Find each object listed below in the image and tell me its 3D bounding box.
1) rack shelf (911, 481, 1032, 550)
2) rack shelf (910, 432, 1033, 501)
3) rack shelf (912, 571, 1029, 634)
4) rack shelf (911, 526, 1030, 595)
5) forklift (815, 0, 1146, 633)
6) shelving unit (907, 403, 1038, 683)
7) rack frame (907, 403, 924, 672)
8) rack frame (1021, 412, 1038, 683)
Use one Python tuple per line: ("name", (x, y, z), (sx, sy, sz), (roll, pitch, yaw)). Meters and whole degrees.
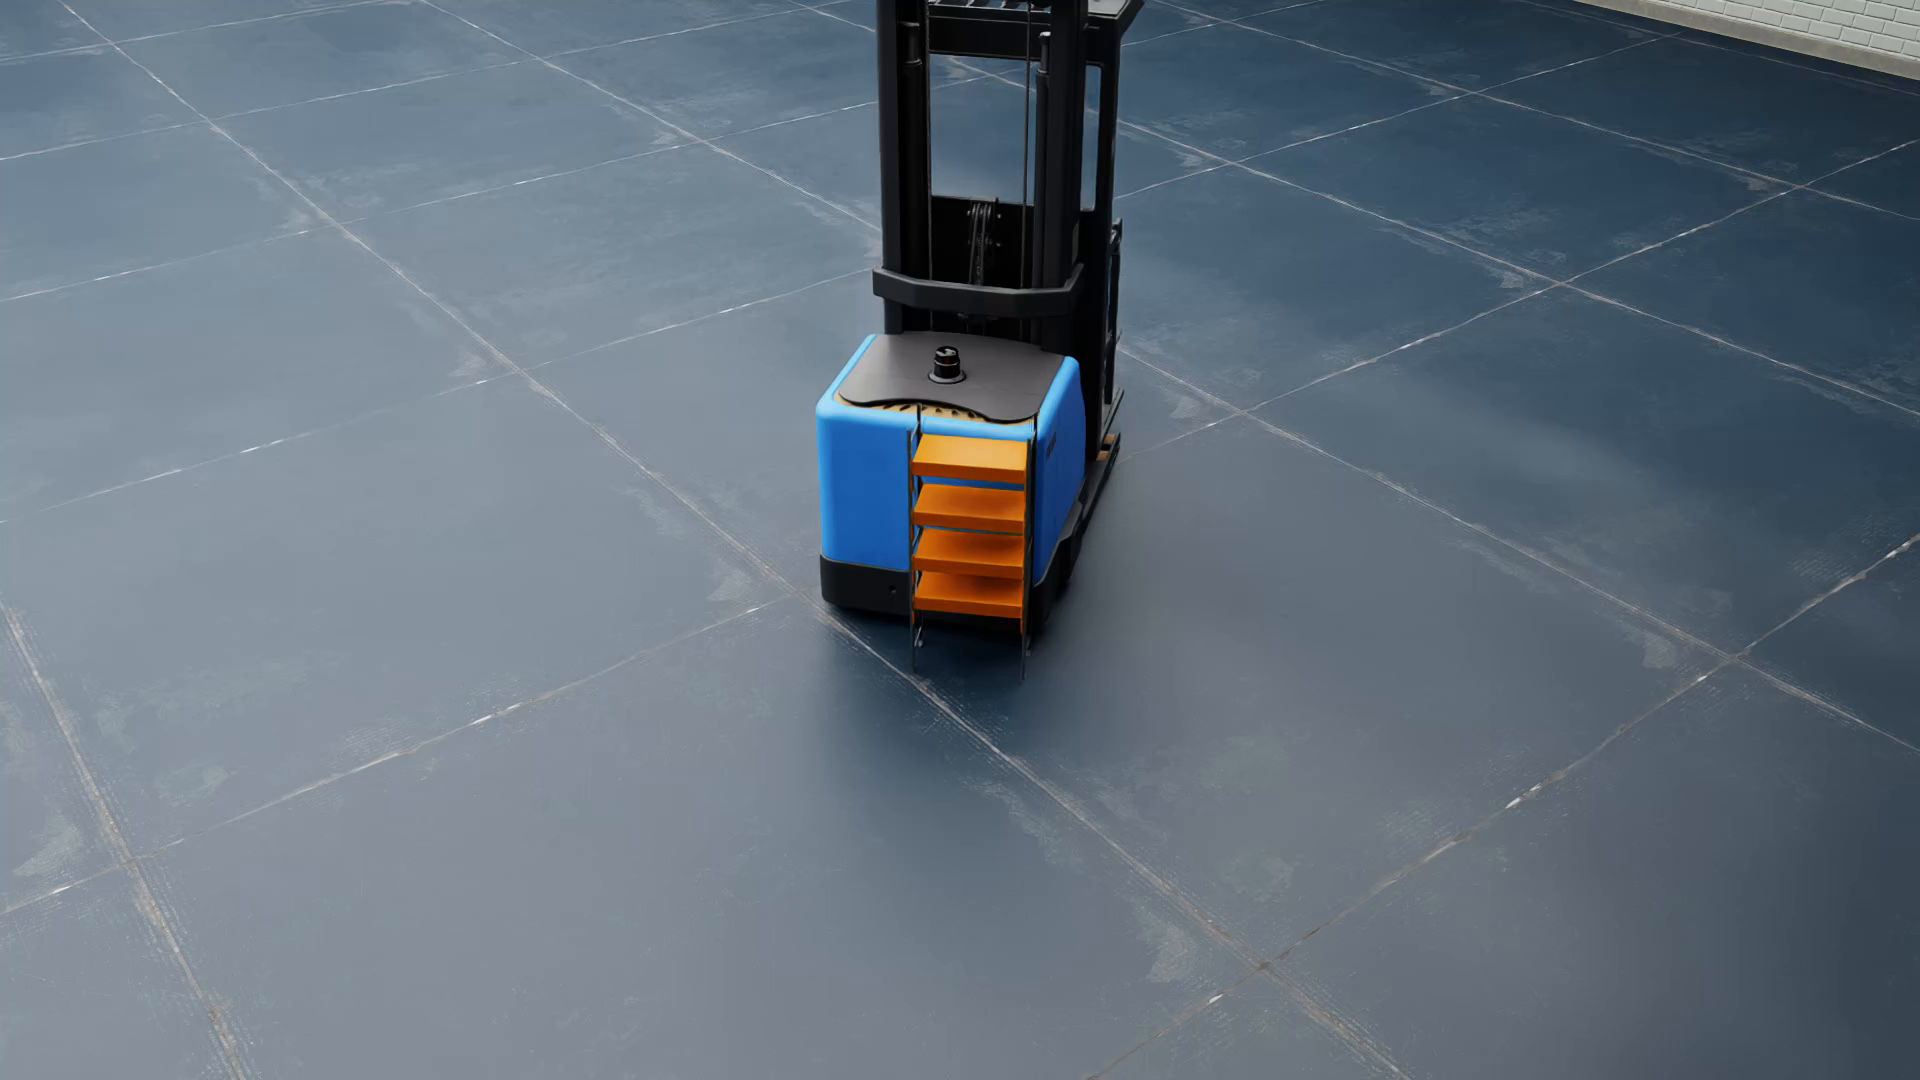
("rack shelf", (0.052, -0.106, 6.985), (0.480, 0.148, 0.258), (5, 32, 8))
("rack shelf", (0.052, -0.307, 6.861), (0.480, 0.148, 0.258), (5, 32, 8))
("rack shelf", (0.051, 0.254, 7.206), (0.480, 0.148, 0.258), (5, 32, 8))
("rack shelf", (0.052, 0.085, 7.102), (0.480, 0.148, 0.258), (5, 32, 8))
("forklift", (0.235, -1.597, 8.043), (1.130, 2.935, 3.031), (8, 33, 13))
("shelving unit", (0.052, 0.028, 7.067), (0.503, 1.200, 0.258), (5, 32, 8))
("rack frame", (-0.189, 0.007, 7.099), (0.015, 1.200, 0.240), (5, 32, 8))
("rack frame", (0.293, 0.048, 7.034), (0.015, 1.200, 0.240), (5, 32, 8))
